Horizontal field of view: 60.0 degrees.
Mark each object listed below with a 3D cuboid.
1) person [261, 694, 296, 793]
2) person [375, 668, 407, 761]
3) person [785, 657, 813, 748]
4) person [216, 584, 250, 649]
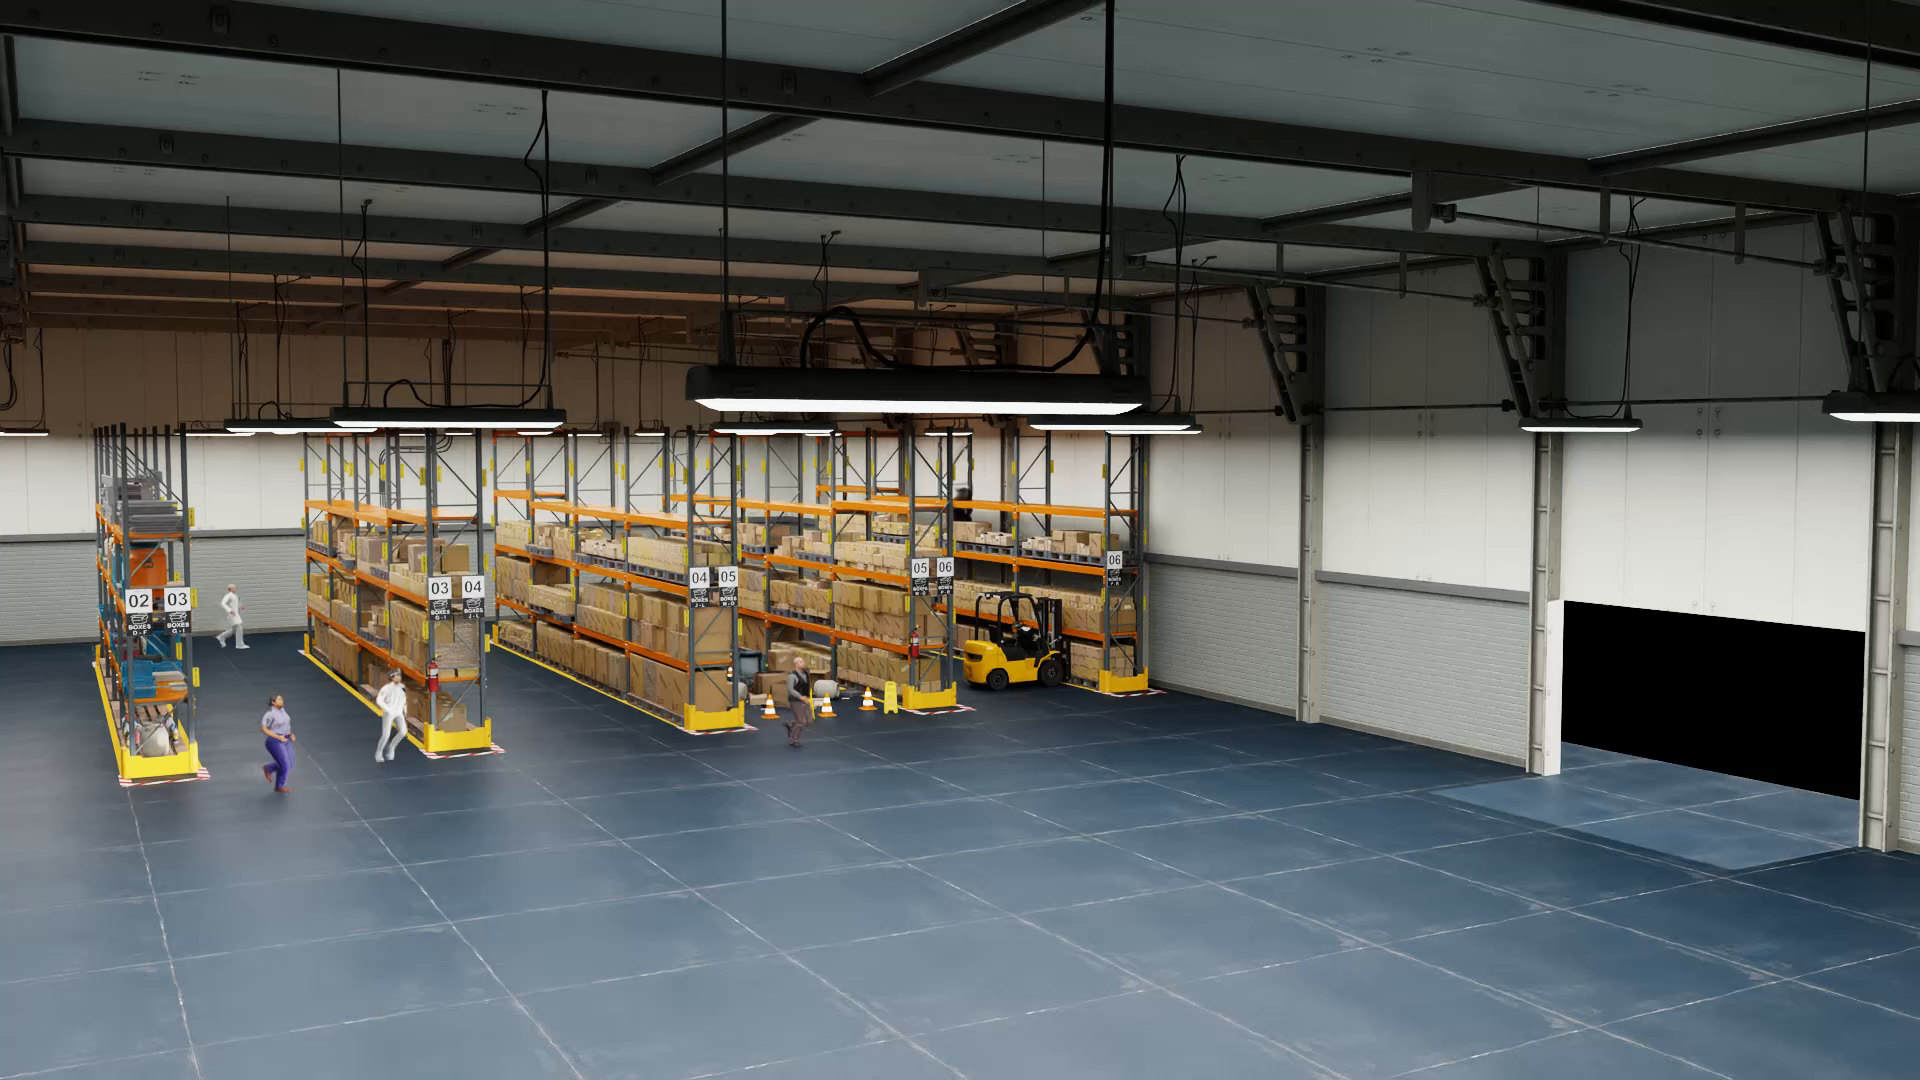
[{"bbox_3d":[-11.121,3.298,27.006,0.562,1.610,0.609,0,3,6],"label":"person"},{"bbox_3d":[-10.076,3.101,29.650,0.580,1.637,0.674,3,5,41],"label":"person"},{"bbox_3d":[-3.003,3.015,30.976,0.646,1.688,0.682,2,4,28],"label":"person"},{"bbox_3d":[-19.852,2.085,45.355,0.889,1.763,0.727,0,3,-7],"label":"person"}]
